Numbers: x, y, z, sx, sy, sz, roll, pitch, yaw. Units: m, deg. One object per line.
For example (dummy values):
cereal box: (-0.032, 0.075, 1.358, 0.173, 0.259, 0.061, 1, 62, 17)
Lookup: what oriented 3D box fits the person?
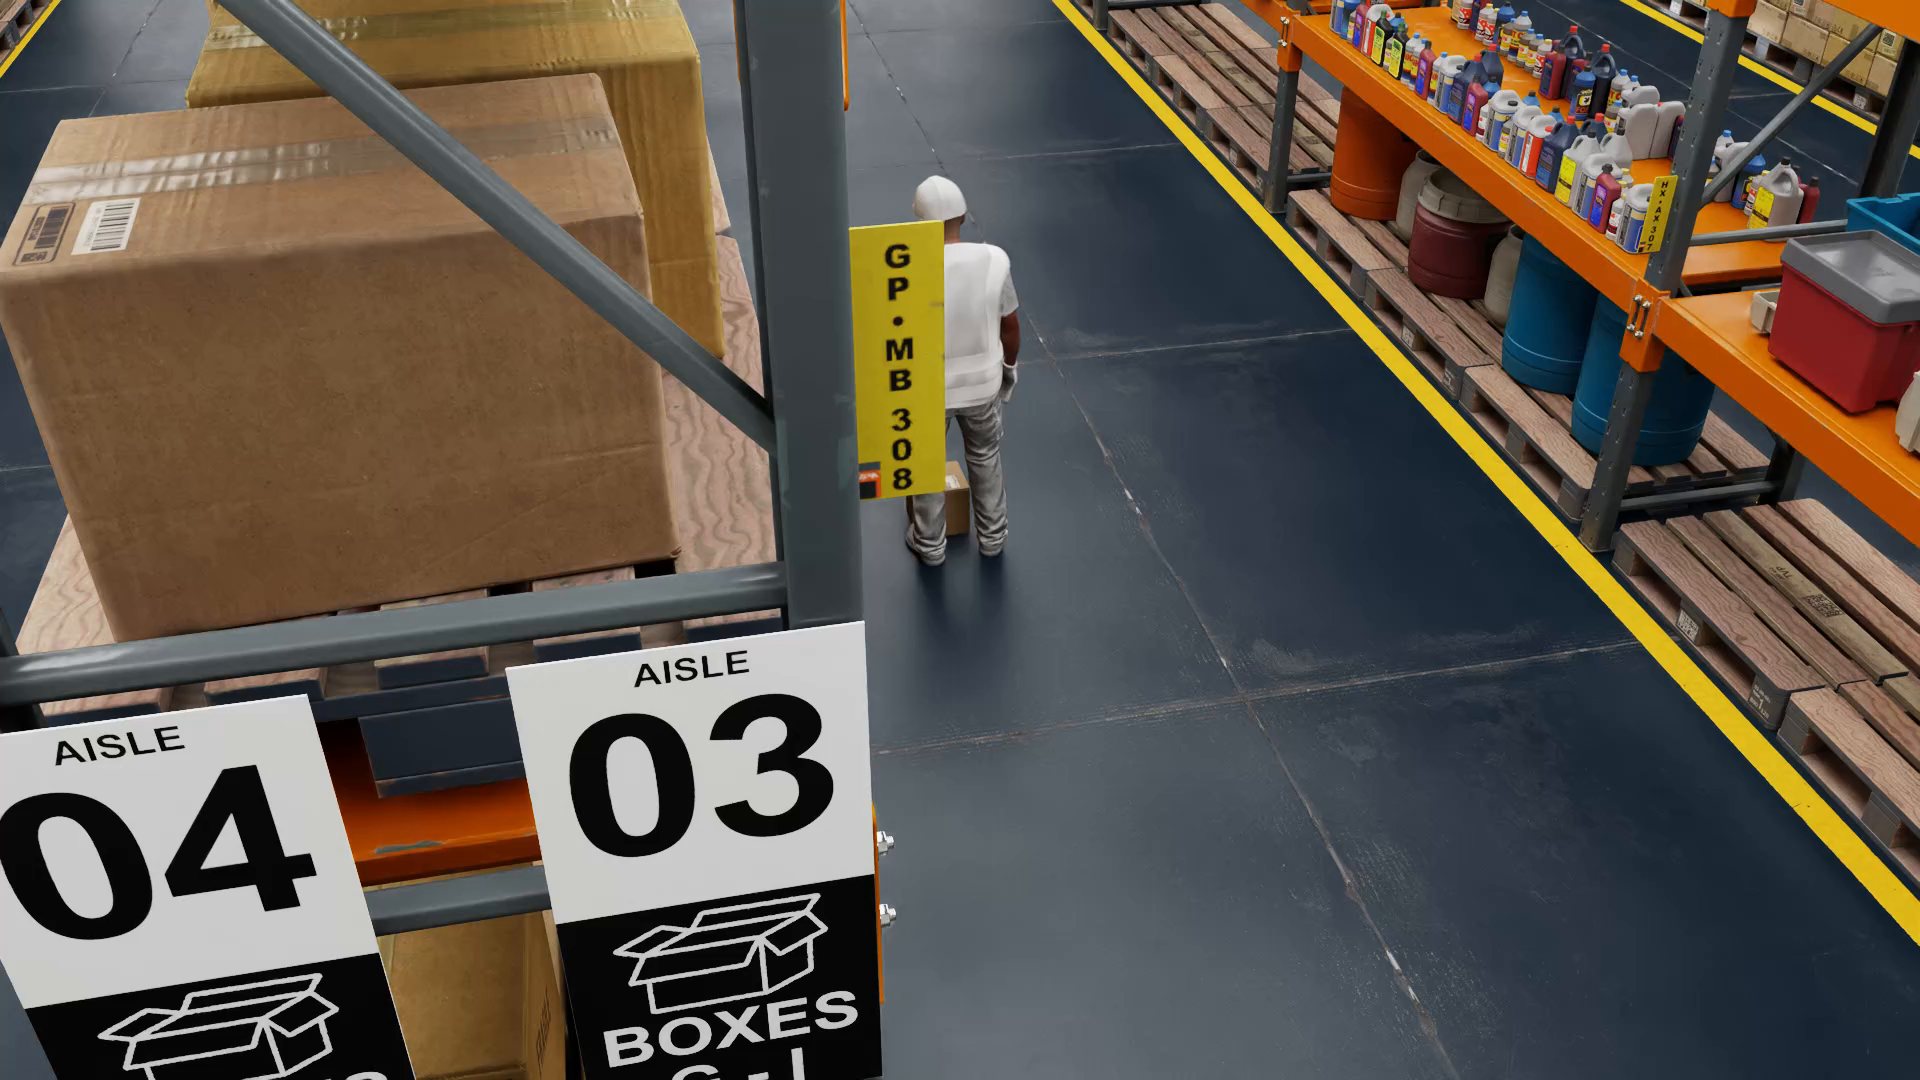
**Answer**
person: (-0.042, -0.692, 7.159, 0.615, 1.772, 0.452, -9, 35, -13)
